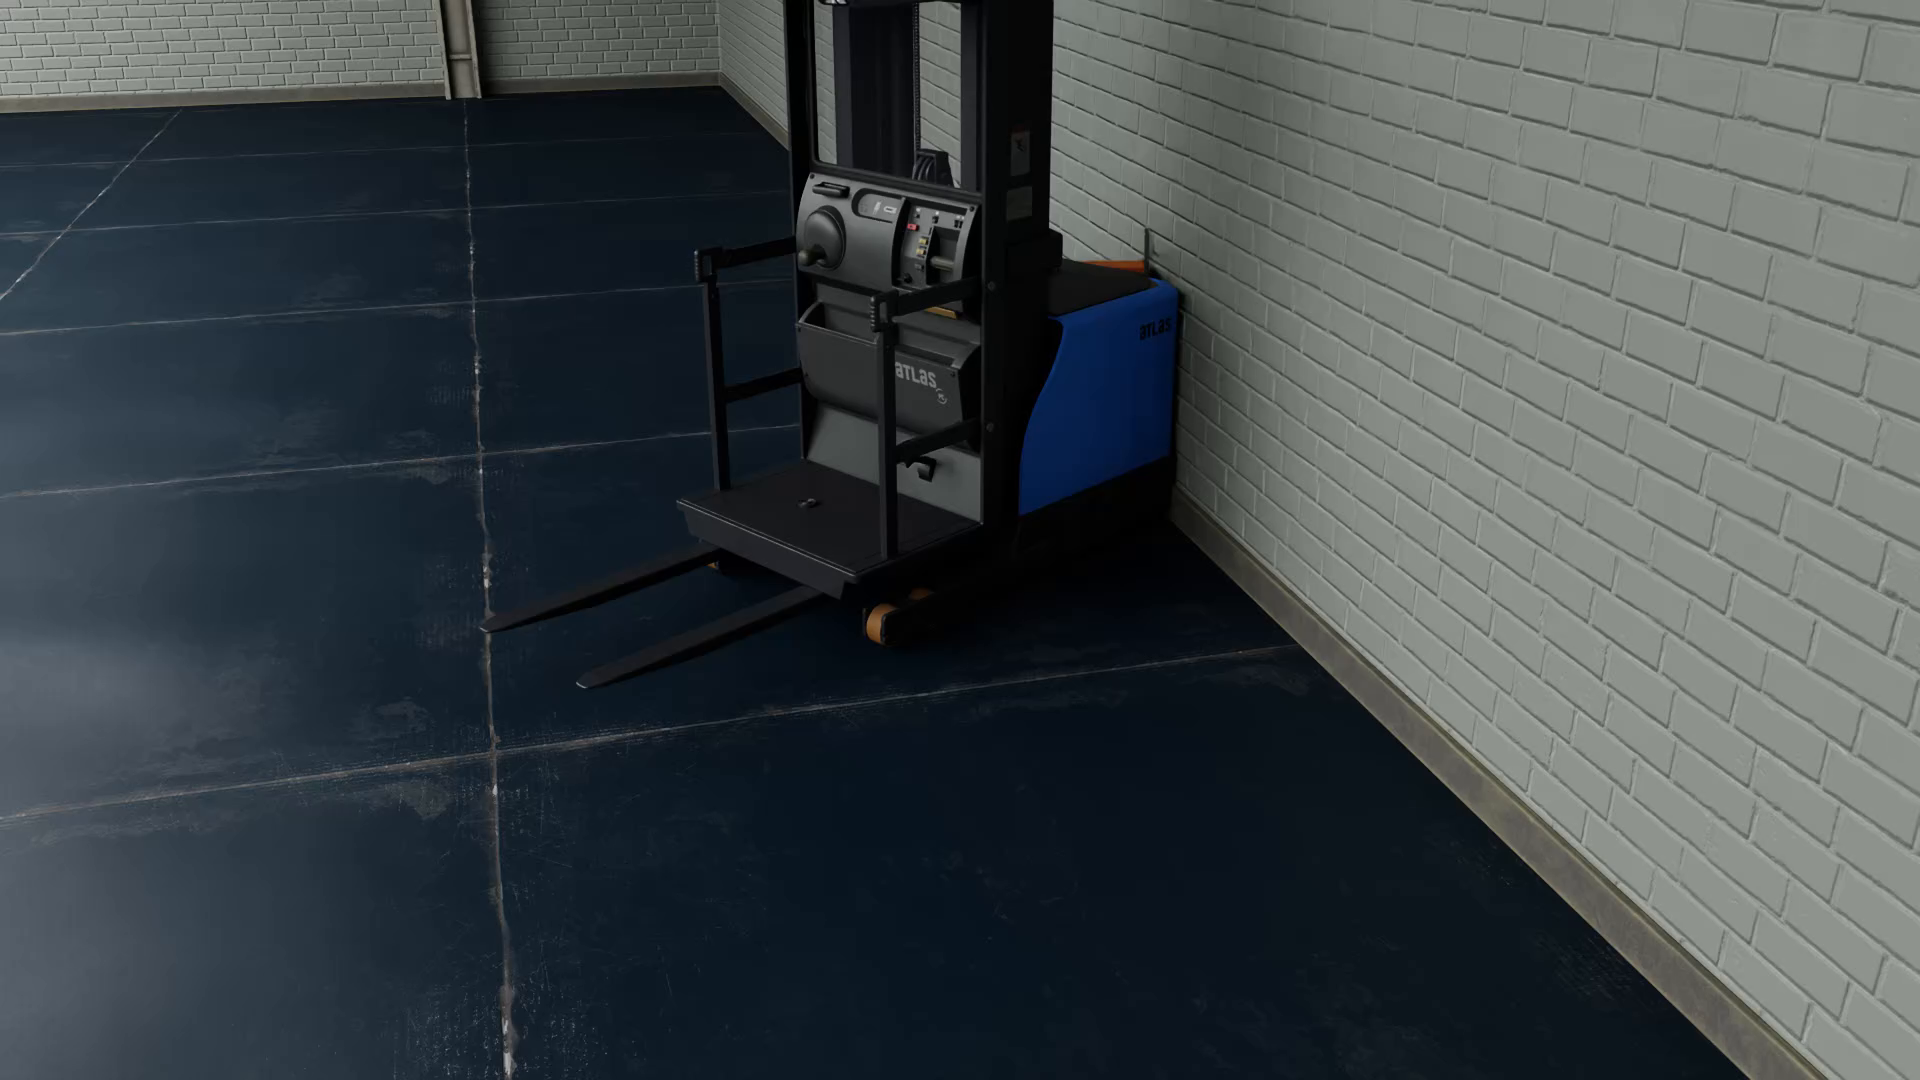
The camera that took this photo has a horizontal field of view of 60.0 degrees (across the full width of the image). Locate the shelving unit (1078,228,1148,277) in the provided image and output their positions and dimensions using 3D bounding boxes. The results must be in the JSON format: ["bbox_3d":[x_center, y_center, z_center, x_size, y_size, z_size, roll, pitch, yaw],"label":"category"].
[{"bbox_3d":[0.588,-0.784,7.505,0.503,1.200,0.258,1,17,6],"label":"shelving unit"}]

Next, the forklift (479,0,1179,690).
[{"bbox_3d":[-0.436,-1.168,6.256,1.130,2.935,3.031,21,31,40],"label":"forklift"}]

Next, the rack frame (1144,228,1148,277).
[{"bbox_3d":[0.831,-0.781,7.479,0.015,1.200,0.240,1,17,6],"label":"rack frame"}]

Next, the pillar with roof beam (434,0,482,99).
[{"bbox_3d":[-4.544,-7.602,13.556,0.400,9.000,9.100,-6,24,-14],"label":"pillar with roof beam"}]

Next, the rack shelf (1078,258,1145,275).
[{"bbox_3d":[0.580,-1.160,7.391,0.480,0.148,0.258,1,17,6],"label":"rack shelf"}]
